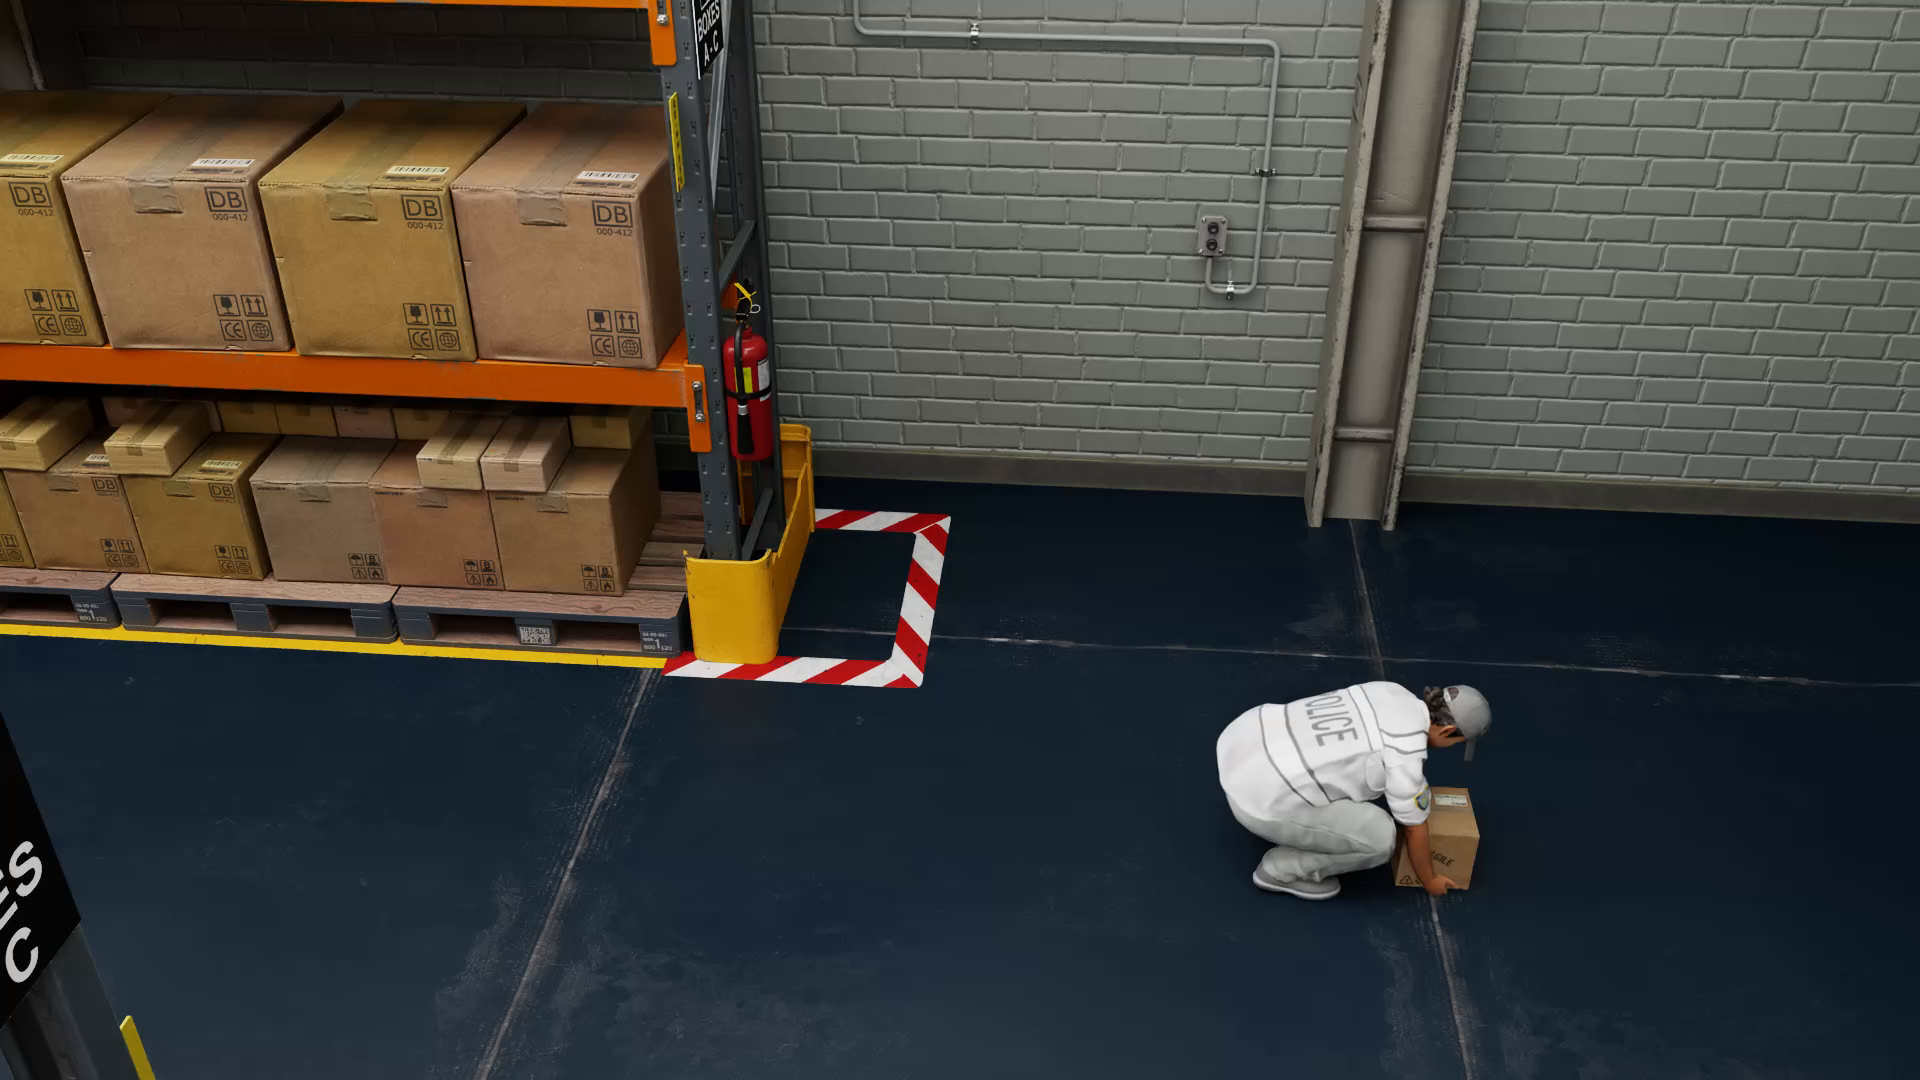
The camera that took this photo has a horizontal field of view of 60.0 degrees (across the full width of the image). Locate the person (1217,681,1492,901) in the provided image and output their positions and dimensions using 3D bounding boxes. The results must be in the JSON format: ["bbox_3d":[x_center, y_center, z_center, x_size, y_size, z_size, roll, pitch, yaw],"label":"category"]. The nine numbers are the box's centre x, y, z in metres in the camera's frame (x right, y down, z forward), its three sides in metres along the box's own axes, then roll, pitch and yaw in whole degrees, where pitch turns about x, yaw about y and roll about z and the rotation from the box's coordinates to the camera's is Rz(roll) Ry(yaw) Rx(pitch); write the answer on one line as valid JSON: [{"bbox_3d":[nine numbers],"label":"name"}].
[{"bbox_3d":[1.330,0.853,5.719,0.899,0.812,0.526,2,32,4],"label":"person"}]
